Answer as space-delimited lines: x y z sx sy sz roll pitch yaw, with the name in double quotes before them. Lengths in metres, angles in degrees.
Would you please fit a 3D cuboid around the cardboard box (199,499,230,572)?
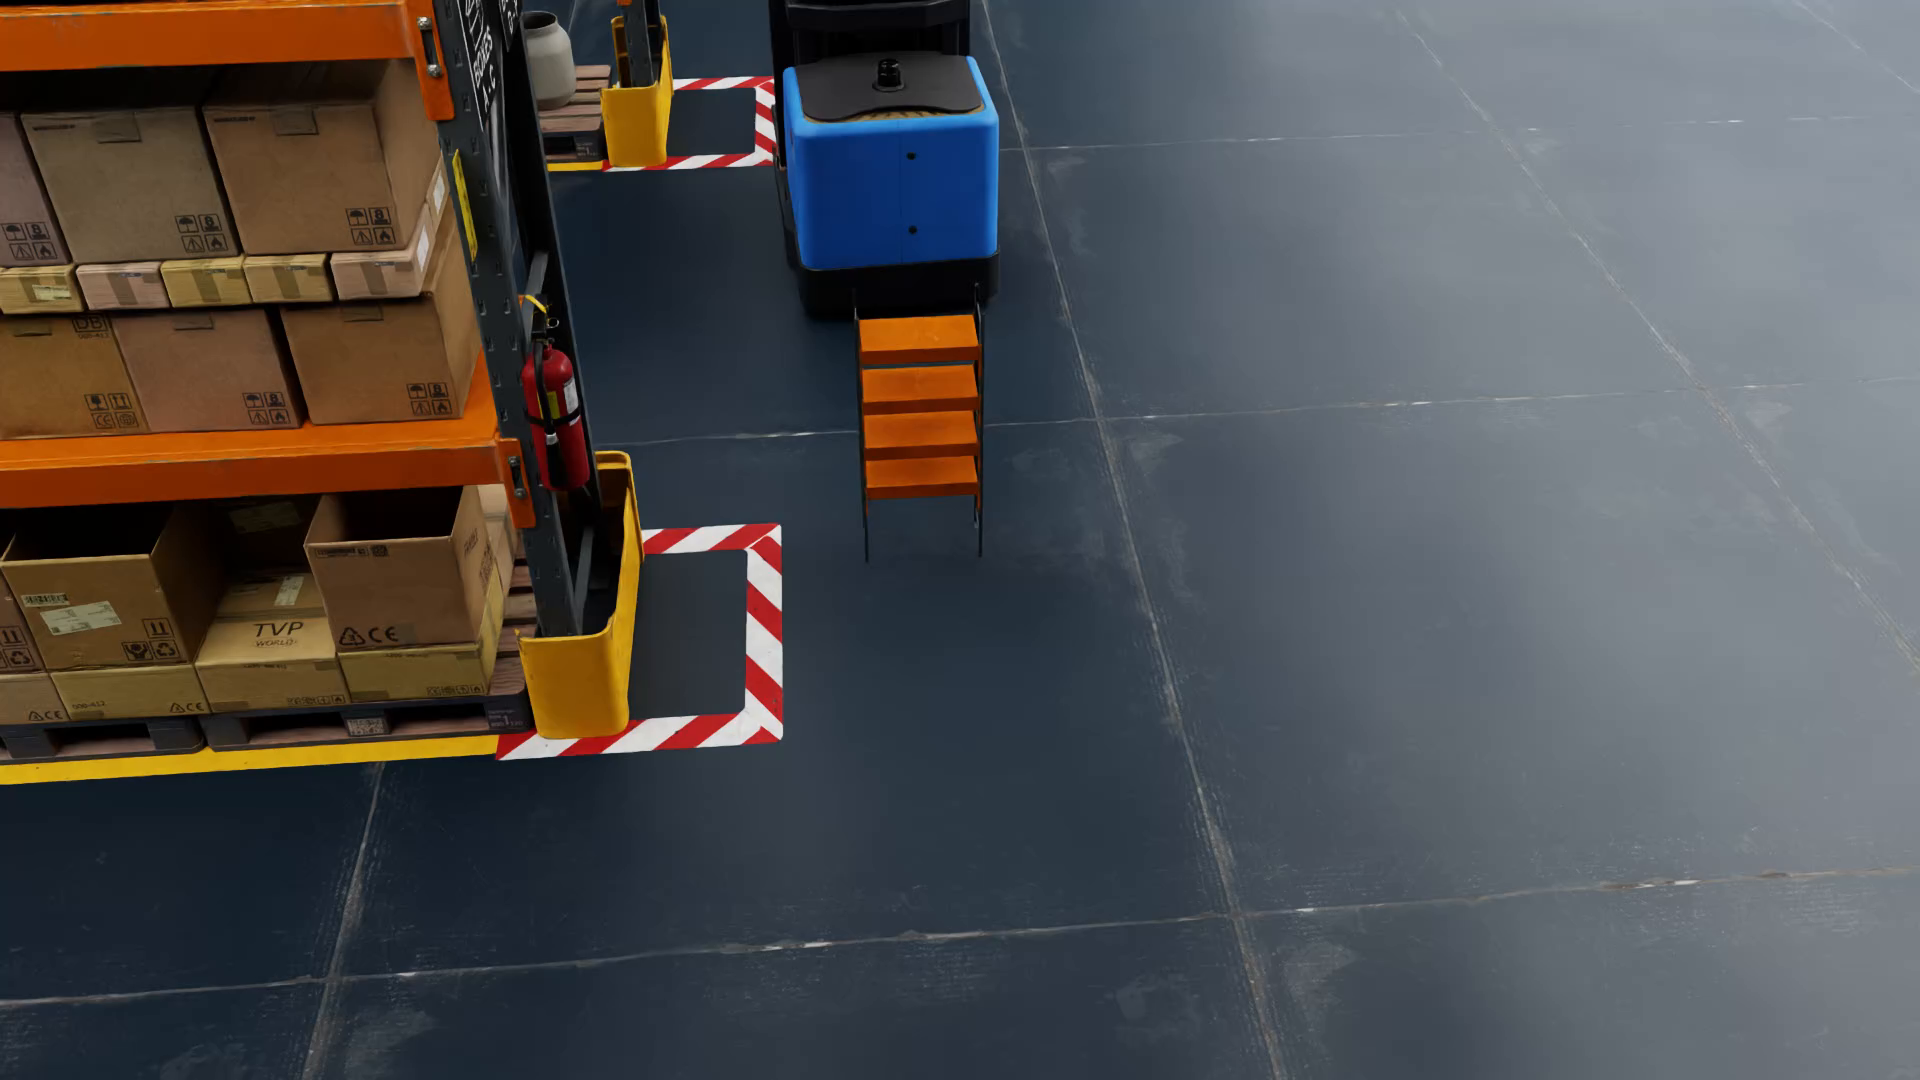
"cardboard box" -3.060 -0.211 6.371 0.500 0.500 0.500 -3 38 -4

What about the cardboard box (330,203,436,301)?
"cardboard box" -1.875 -0.943 5.419 0.250 0.149 0.380 -4 38 -5

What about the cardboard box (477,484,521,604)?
"cardboard box" -2.065 0.019 6.684 0.500 0.250 0.500 -3 38 -4

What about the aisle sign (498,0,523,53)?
"aisle sign" -1.473 -2.000 5.265 0.004 0.787 0.394 -3 38 -4

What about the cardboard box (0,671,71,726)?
"cardboard box" -3.513 0.429 6.166 0.500 0.250 0.500 -3 38 -4

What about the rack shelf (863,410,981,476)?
"rack shelf" -0.165 -0.409 6.909 0.480 0.148 0.258 -3 38 -4

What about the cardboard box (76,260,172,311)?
"cardboard box" -2.641 -0.901 5.366 0.250 0.149 0.380 -3 38 -3

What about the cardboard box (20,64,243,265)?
"cardboard box" -2.554 -1.283 5.326 0.500 0.500 0.700 -4 38 -5

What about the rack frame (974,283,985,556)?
"rack frame" 0.078 -0.475 6.884 0.015 1.200 0.240 -3 38 -4

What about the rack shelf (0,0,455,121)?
"rack shelf" -3.504 -1.573 4.981 4.000 0.370 1.077 -3 38 -4

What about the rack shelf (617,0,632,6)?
"rack shelf" -3.939 -3.452 9.784 4.000 0.370 1.077 -3 38 -4

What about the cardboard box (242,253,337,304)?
"cardboard box" -2.136 -0.927 5.399 0.250 0.149 0.380 -2 38 -3

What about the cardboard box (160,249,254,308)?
"cardboard box" -2.391 -0.913 5.382 0.250 0.149 0.380 -4 38 -5

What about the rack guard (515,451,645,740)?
"rack guard" -1.488 0.193 6.602 0.348 0.500 1.175 -3 38 -4

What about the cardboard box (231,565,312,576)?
"cardboard box" -2.563 0.049 6.647 0.500 0.250 0.500 -3 38 -4

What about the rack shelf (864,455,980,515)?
"rack shelf" -0.165 -0.253 7.032 0.480 0.148 0.258 -3 38 -4

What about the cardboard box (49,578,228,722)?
"cardboard box" -3.014 0.402 6.199 0.500 0.250 0.500 -3 38 -4

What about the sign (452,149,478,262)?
"sign" -1.477 -0.999 4.969 0.005 0.325 0.100 -3 38 -4

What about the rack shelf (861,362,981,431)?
"rack shelf" -0.165 -0.585 6.770 0.480 0.148 0.258 -3 38 -4

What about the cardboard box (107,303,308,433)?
"cardboard box" -2.500 -0.777 5.732 0.500 0.500 0.700 -2 38 -3

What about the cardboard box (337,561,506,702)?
"cardboard box" -2.020 0.339 6.279 0.500 0.250 0.500 -3 38 -4

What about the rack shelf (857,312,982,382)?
"rack shelf" -0.165 -0.770 6.623 0.480 0.148 0.258 -3 38 -4

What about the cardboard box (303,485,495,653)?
"cardboard box" -2.019 0.046 6.046 0.500 0.500 0.500 -3 38 -4

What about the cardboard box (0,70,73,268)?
"cardboard box" -3.056 -1.255 5.291 0.500 0.500 0.700 -3 38 -4

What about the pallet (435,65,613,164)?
"pallet" -2.828 -2.674 10.469 1.213 0.211 1.003 -3 38 -4

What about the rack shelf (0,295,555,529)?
"rack shelf" -3.504 -0.395 5.910 4.000 0.370 1.077 -3 38 -4

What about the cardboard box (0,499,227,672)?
"cardboard box" -3.014 0.110 5.965 0.500 0.500 0.500 -3 38 -4

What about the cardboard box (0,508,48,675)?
"cardboard box" -3.512 0.136 5.931 0.500 0.500 0.500 -3 38 -4

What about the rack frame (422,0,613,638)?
"rack frame" -1.512 -0.787 5.826 0.127 3.000 1.000 -3 38 -4

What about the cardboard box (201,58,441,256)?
"cardboard box" -2.030 -1.315 5.367 0.500 0.500 0.700 -3 38 -4

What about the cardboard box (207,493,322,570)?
"cardboard box" -2.563 -0.246 6.416 0.500 0.500 0.500 -3 38 -4

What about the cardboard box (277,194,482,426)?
"cardboard box" -1.978 -0.809 5.773 0.500 0.500 0.700 -3 38 -4

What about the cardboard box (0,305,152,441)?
"cardboard box" -2.995 -0.753 5.702 0.500 0.500 0.700 -3 38 -4

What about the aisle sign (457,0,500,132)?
"aisle sign" -1.420 -1.630 4.796 0.004 0.787 0.394 -3 38 -4

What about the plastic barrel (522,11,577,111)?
"plastic barrel" -2.595 -2.949 10.235 0.421 0.512 0.421 0 38 0

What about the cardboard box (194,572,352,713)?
"cardboard box" -2.516 0.374 6.235 0.500 0.250 0.500 -3 38 -4

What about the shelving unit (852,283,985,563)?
"shelving unit" -0.165 -0.462 6.867 0.503 1.200 0.258 -3 38 -4

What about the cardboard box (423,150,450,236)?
"cardboard box" -1.921 -1.193 5.735 0.250 0.149 0.380 -3 38 -4

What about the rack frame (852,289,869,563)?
"rack frame" -0.408 -0.449 6.850 0.015 1.200 0.240 -3 38 -4

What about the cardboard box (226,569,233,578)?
"cardboard box" -3.061 0.076 6.612 0.500 0.250 0.500 -3 38 -4

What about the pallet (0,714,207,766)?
"pallet" -3.482 0.440 6.522 1.213 0.211 1.003 -3 38 -4

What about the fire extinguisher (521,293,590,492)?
"fire extinguisher" -1.353 -0.477 5.495 0.183 0.674 0.296 -3 38 -4

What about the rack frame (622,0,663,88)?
"rack frame" -1.947 -3.844 9.700 0.127 3.000 1.000 -3 38 -4

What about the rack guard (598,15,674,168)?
"rack guard" -2.018 -2.829 10.432 0.348 0.500 1.175 -3 38 -4

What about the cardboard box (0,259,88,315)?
"cardboard box" -2.903 -0.886 5.347 0.250 0.149 0.380 -2 38 -3

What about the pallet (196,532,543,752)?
"pallet" -2.270 0.375 6.604 1.213 0.211 1.003 -3 38 -4

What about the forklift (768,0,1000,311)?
"forklift" -0.528 -3.249 9.001 1.130 2.935 3.031 -6 39 -7
